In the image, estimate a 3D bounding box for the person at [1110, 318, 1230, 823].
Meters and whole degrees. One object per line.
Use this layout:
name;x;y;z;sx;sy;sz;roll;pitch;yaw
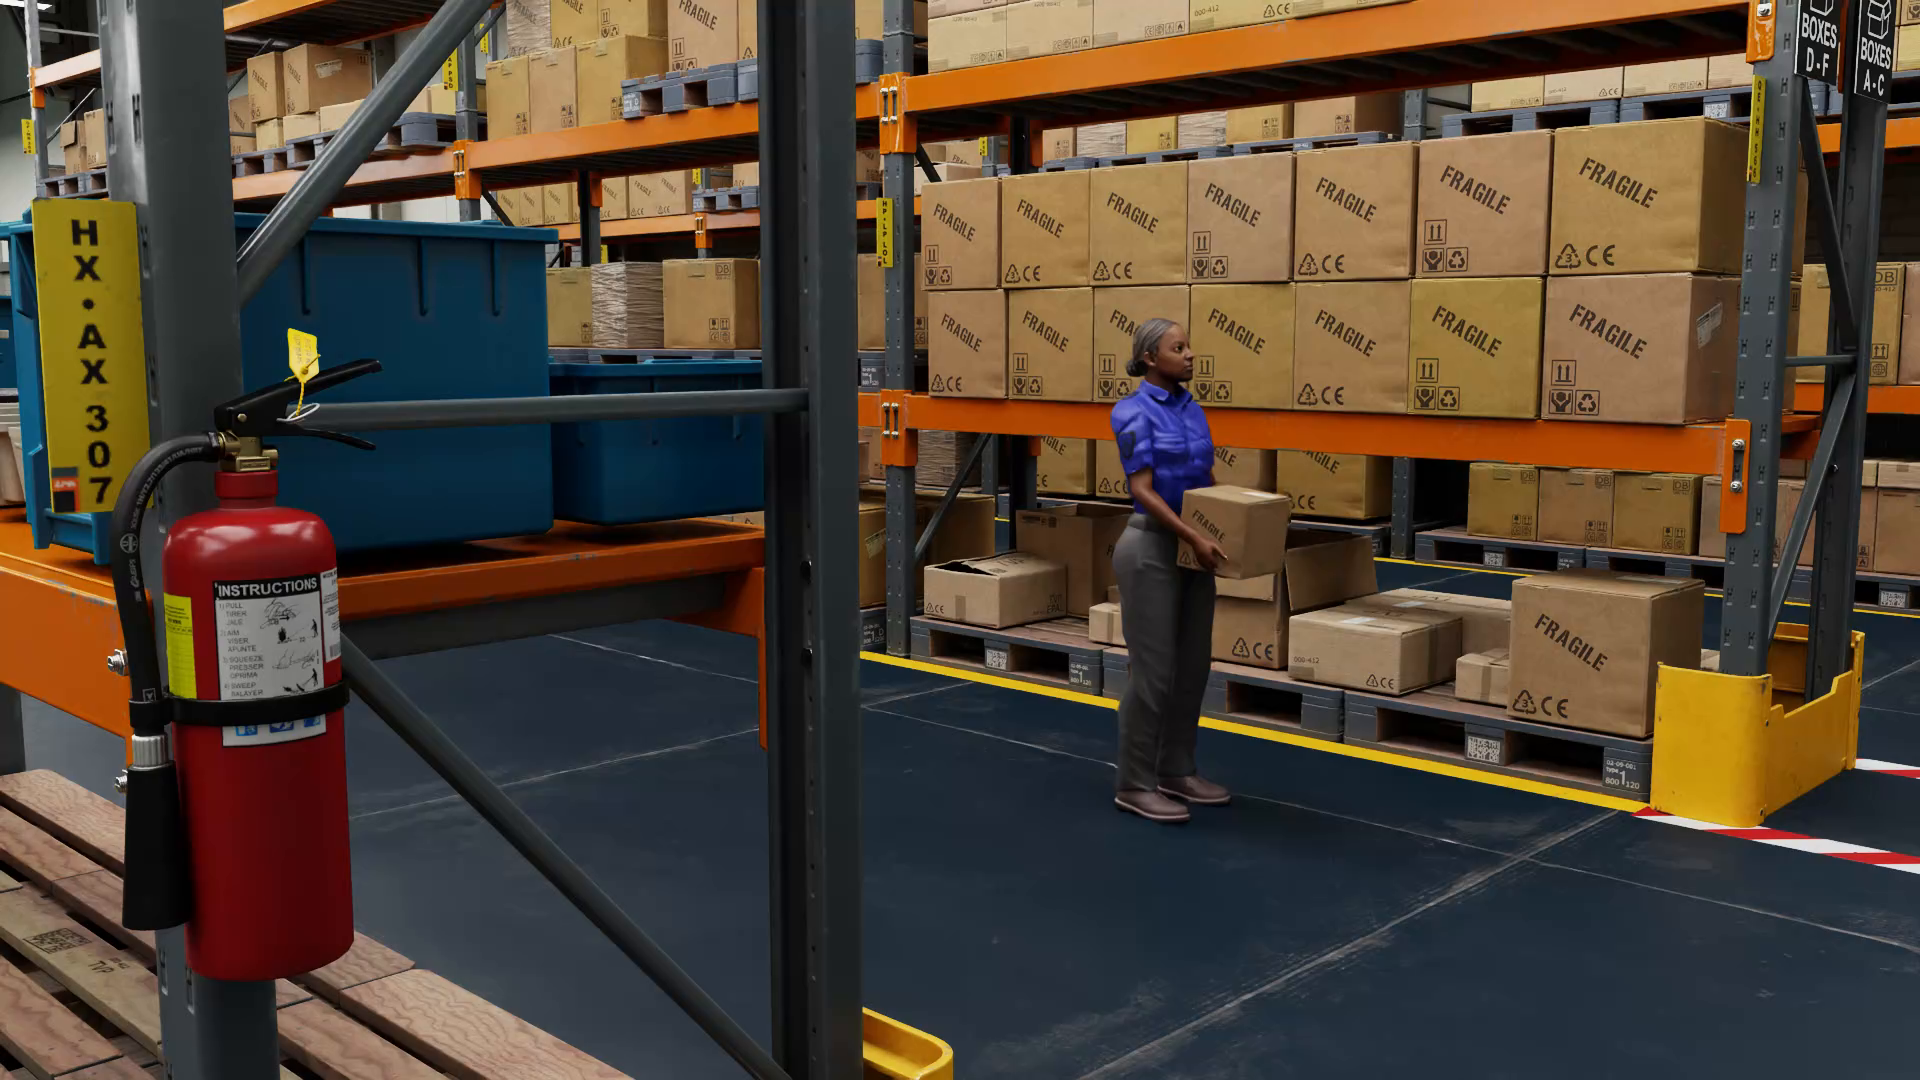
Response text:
person;0.761;0.090;5.572;0.507;1.655;0.456;7;10;43
